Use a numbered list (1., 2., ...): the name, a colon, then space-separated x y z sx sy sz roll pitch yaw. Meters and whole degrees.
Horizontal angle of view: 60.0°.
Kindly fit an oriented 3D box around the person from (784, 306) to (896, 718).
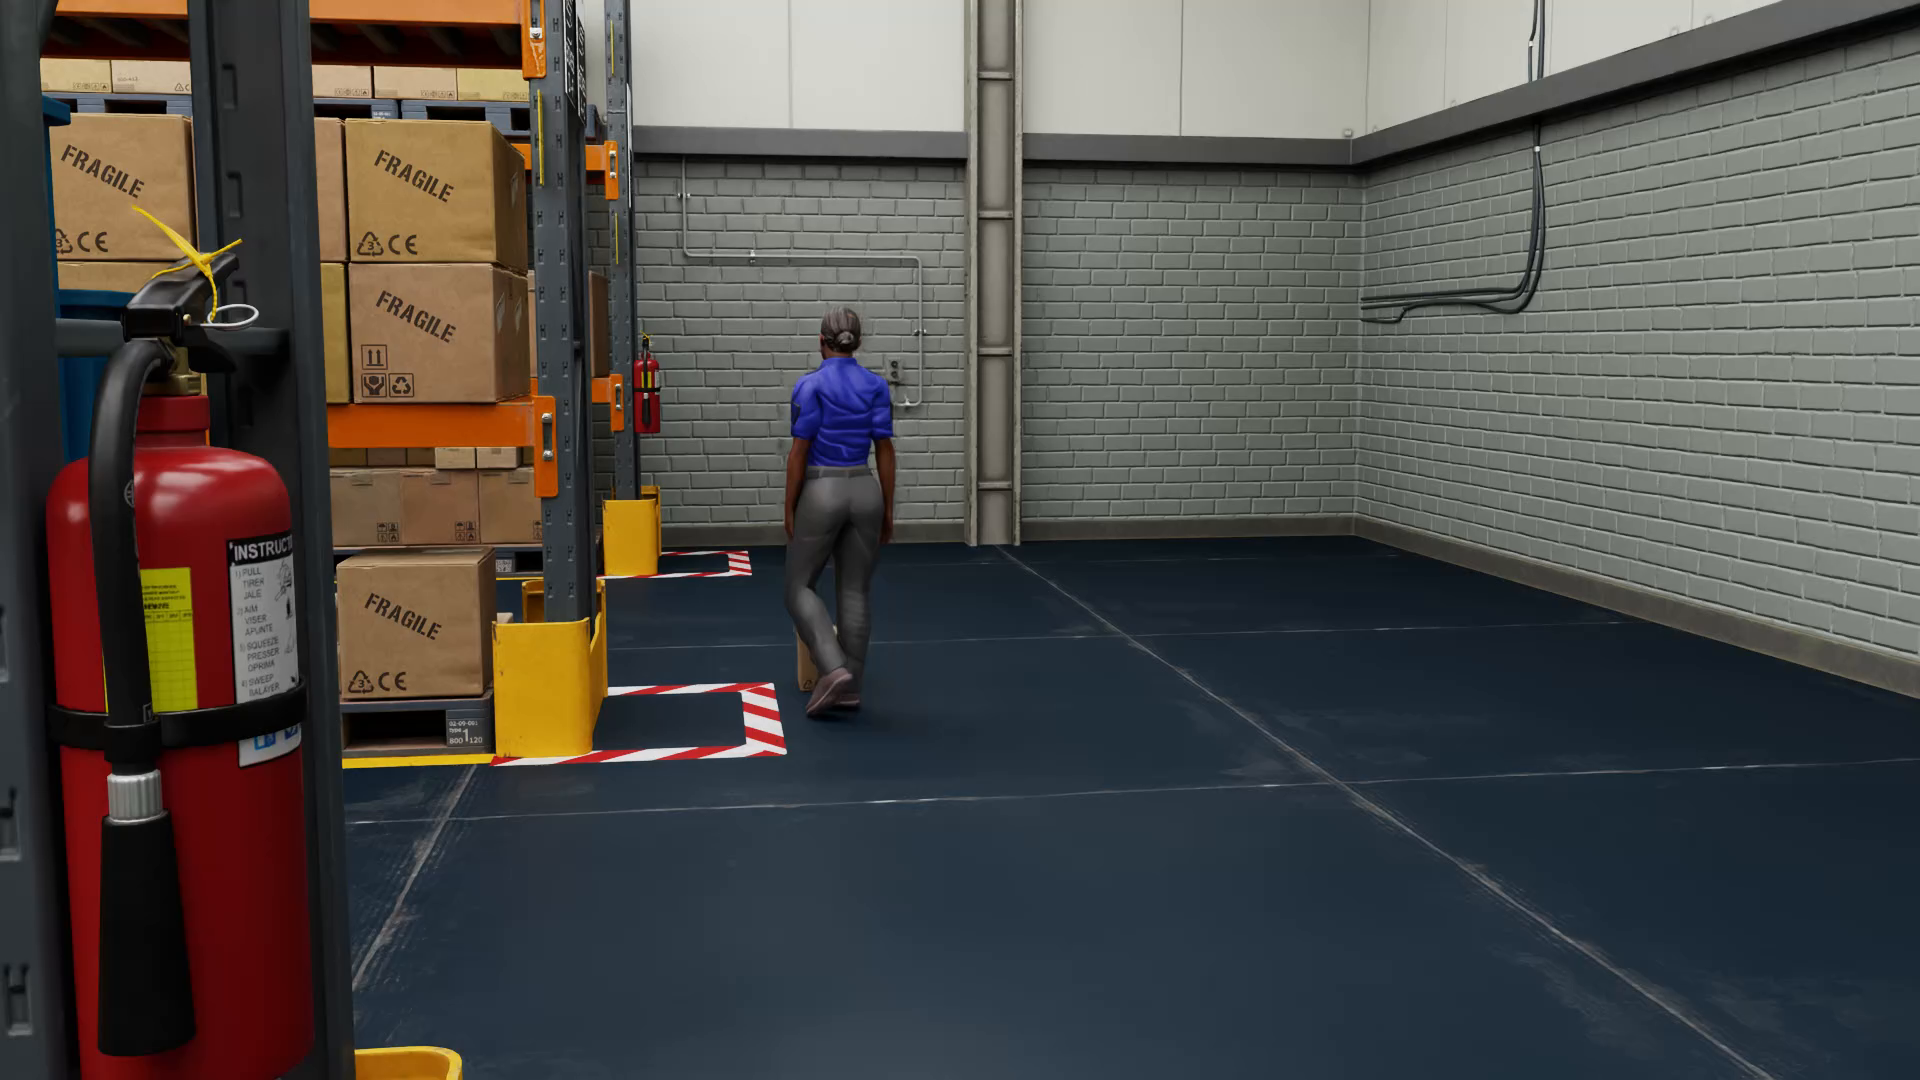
1. person: -0.489 -0.117 6.829 0.463 1.673 0.505 -4 8 -29
